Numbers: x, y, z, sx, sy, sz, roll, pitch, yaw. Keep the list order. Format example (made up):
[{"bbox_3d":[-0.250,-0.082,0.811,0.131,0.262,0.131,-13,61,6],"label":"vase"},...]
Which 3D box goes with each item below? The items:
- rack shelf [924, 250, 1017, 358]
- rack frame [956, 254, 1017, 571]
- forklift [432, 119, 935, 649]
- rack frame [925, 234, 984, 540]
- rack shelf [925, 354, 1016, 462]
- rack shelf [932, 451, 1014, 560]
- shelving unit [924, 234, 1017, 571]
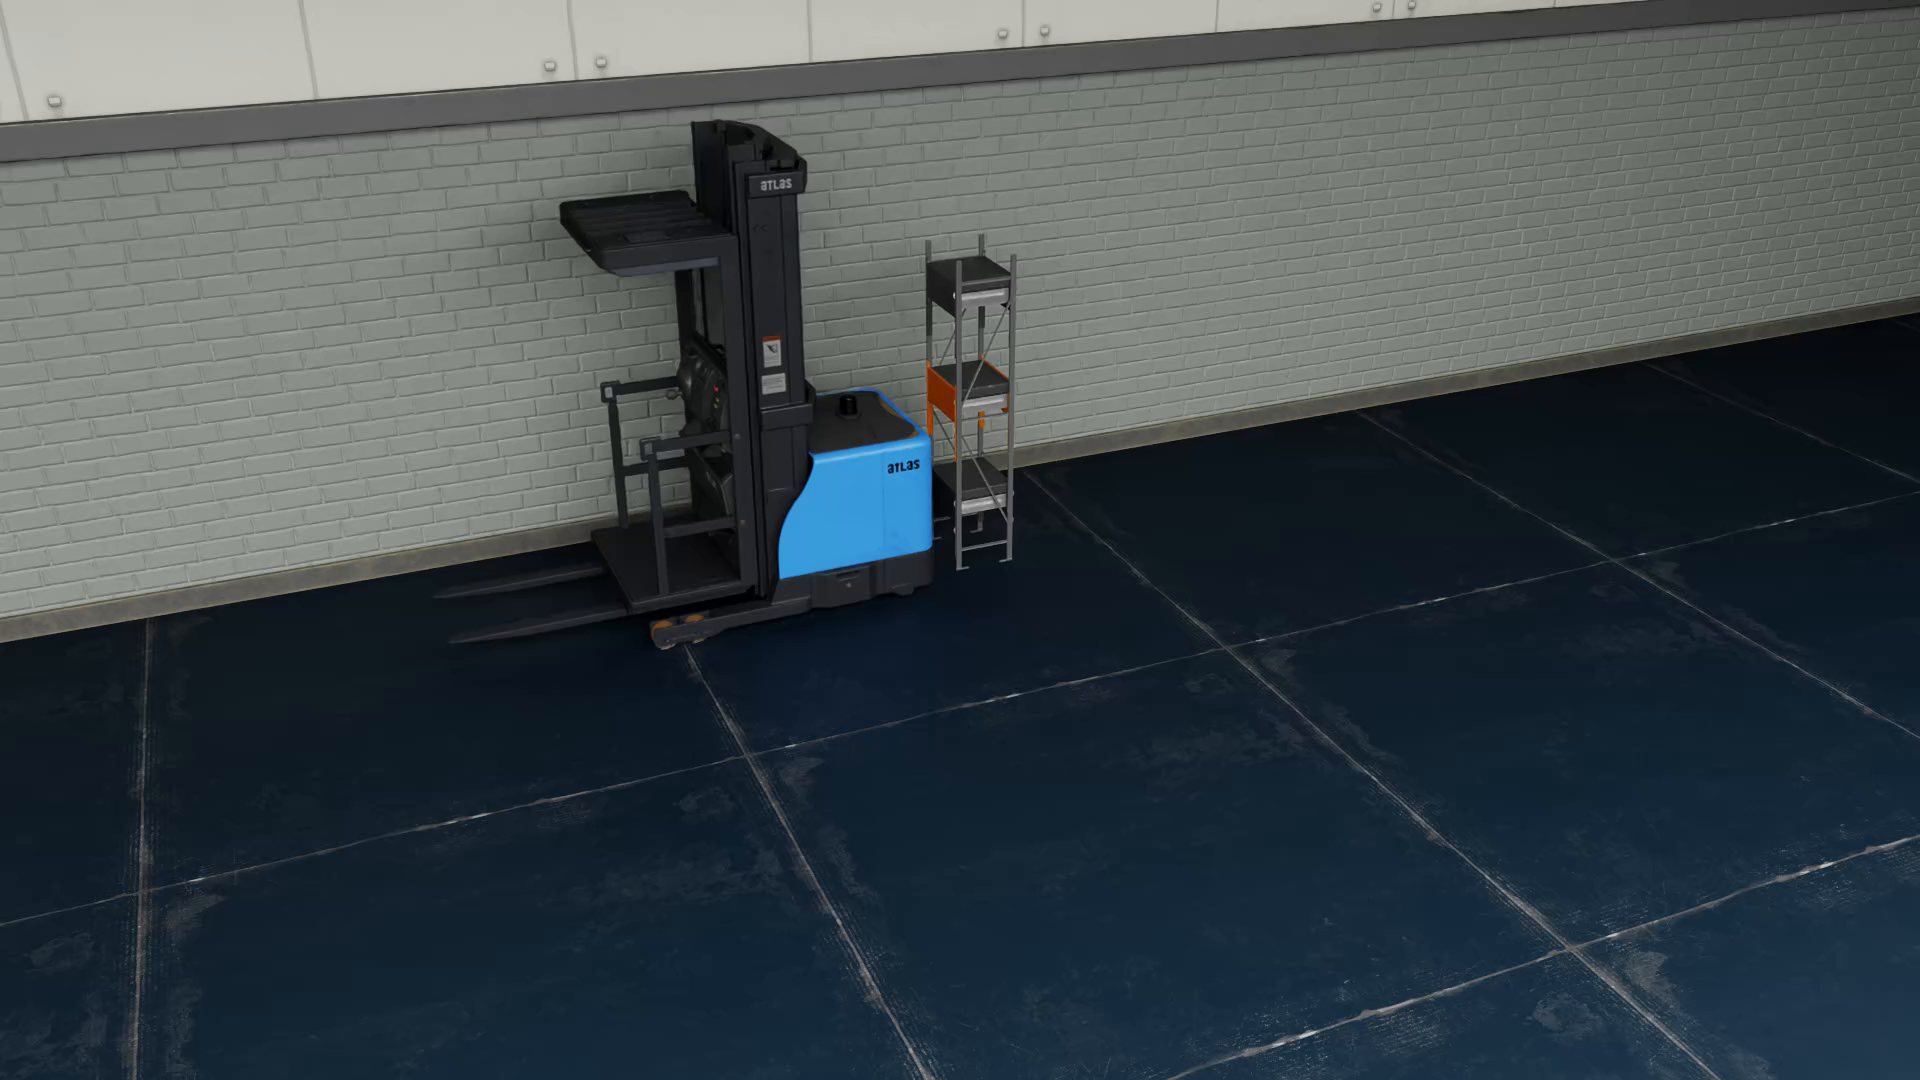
[{"bbox_3d":[0.065,-1.493,10.497,0.431,0.518,0.480,-11,28,-21],"label":"rack shelf"},{"bbox_3d":[0.160,-0.778,10.597,0.400,2.100,0.015,-11,28,-21],"label":"rack frame"},{"bbox_3d":[-1.725,-0.922,9.944,3.031,2.935,1.130,-11,28,-21],"label":"forklift"},{"bbox_3d":[-0.031,-0.975,11.000,0.400,2.100,0.015,-11,28,-21],"label":"rack frame"},{"bbox_3d":[0.065,-0.864,10.805,0.431,0.518,0.480,-11,28,-21],"label":"rack shelf"},{"bbox_3d":[0.065,-0.235,11.112,0.431,0.518,0.480,-11,28,-21],"label":"rack shelf"},{"bbox_3d":[0.065,-0.877,10.799,0.431,2.100,0.503,-11,28,-21],"label":"shelving unit"}]
